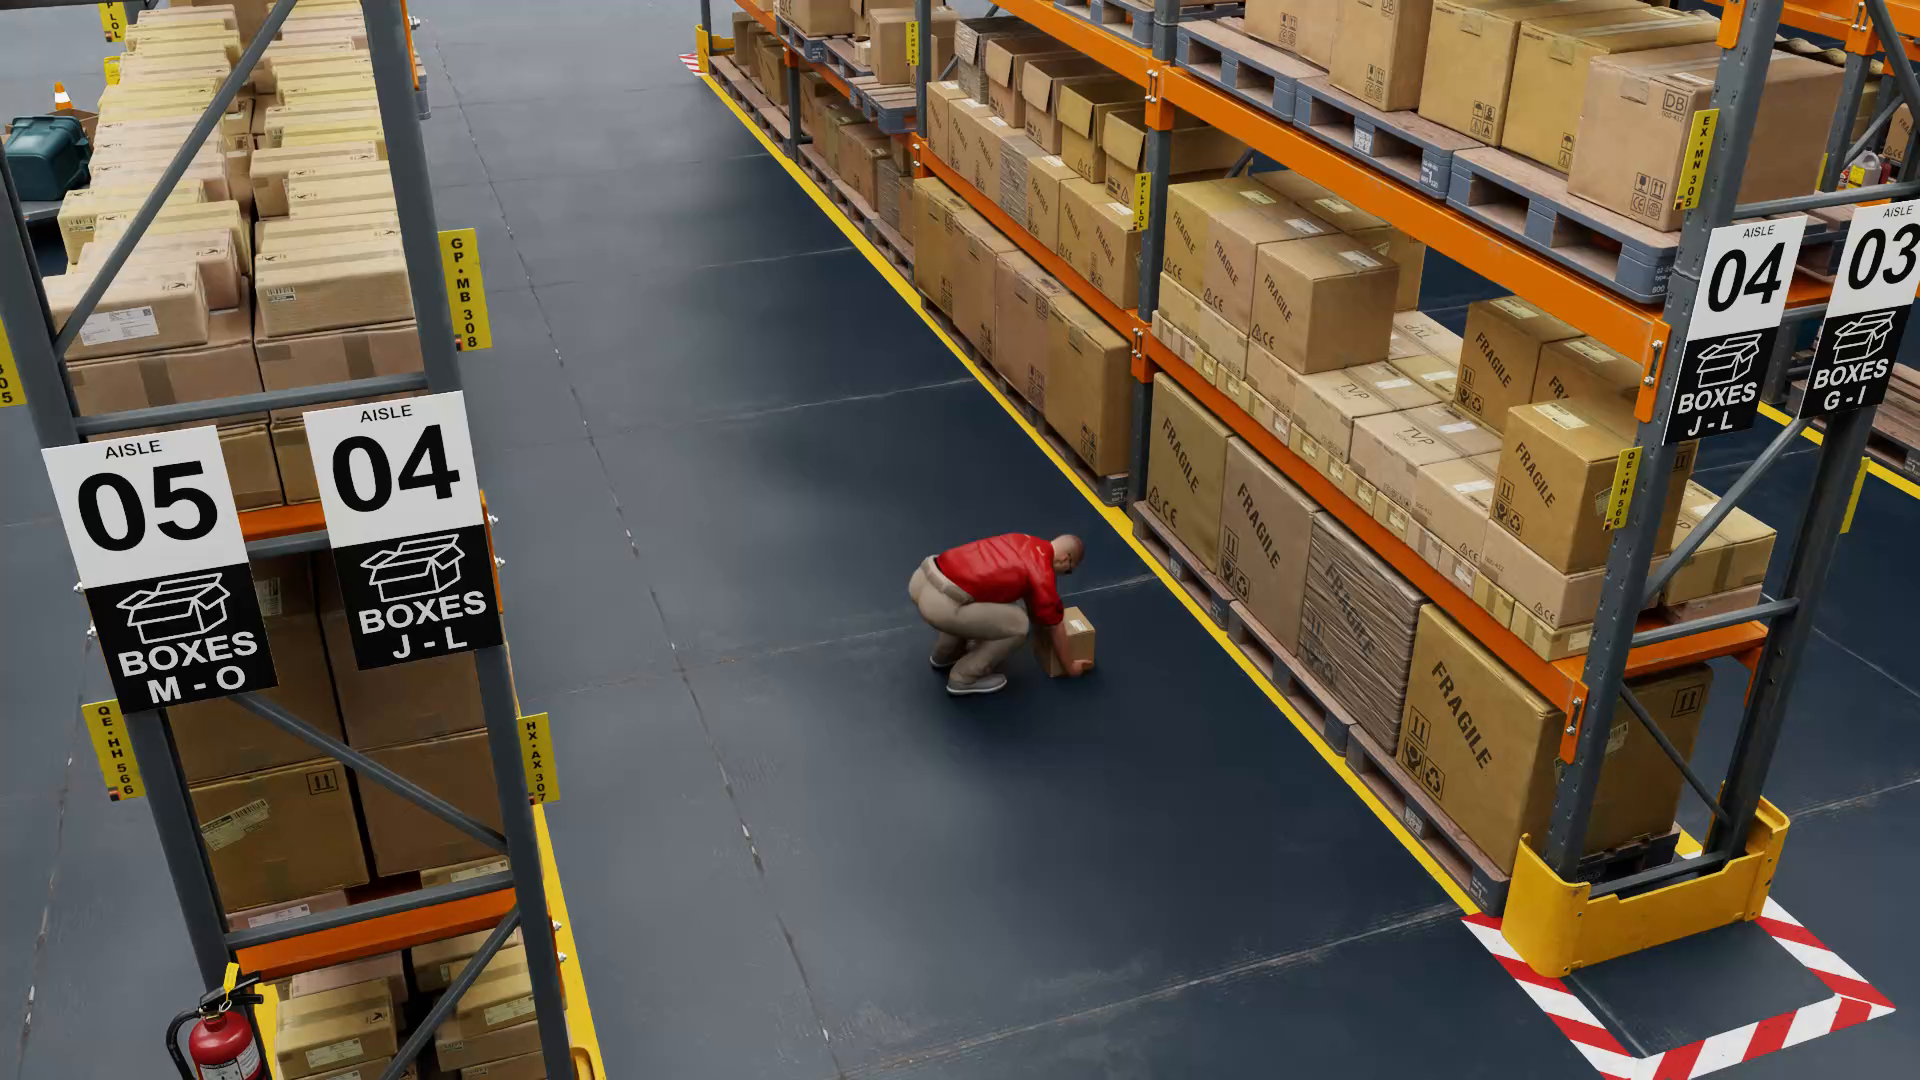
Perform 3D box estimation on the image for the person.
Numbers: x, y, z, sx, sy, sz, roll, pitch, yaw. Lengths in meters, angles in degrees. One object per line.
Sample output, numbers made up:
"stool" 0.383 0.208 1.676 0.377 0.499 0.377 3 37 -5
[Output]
"person" 0.237 0.358 8.724 0.884 0.790 0.503 -11 32 -19
